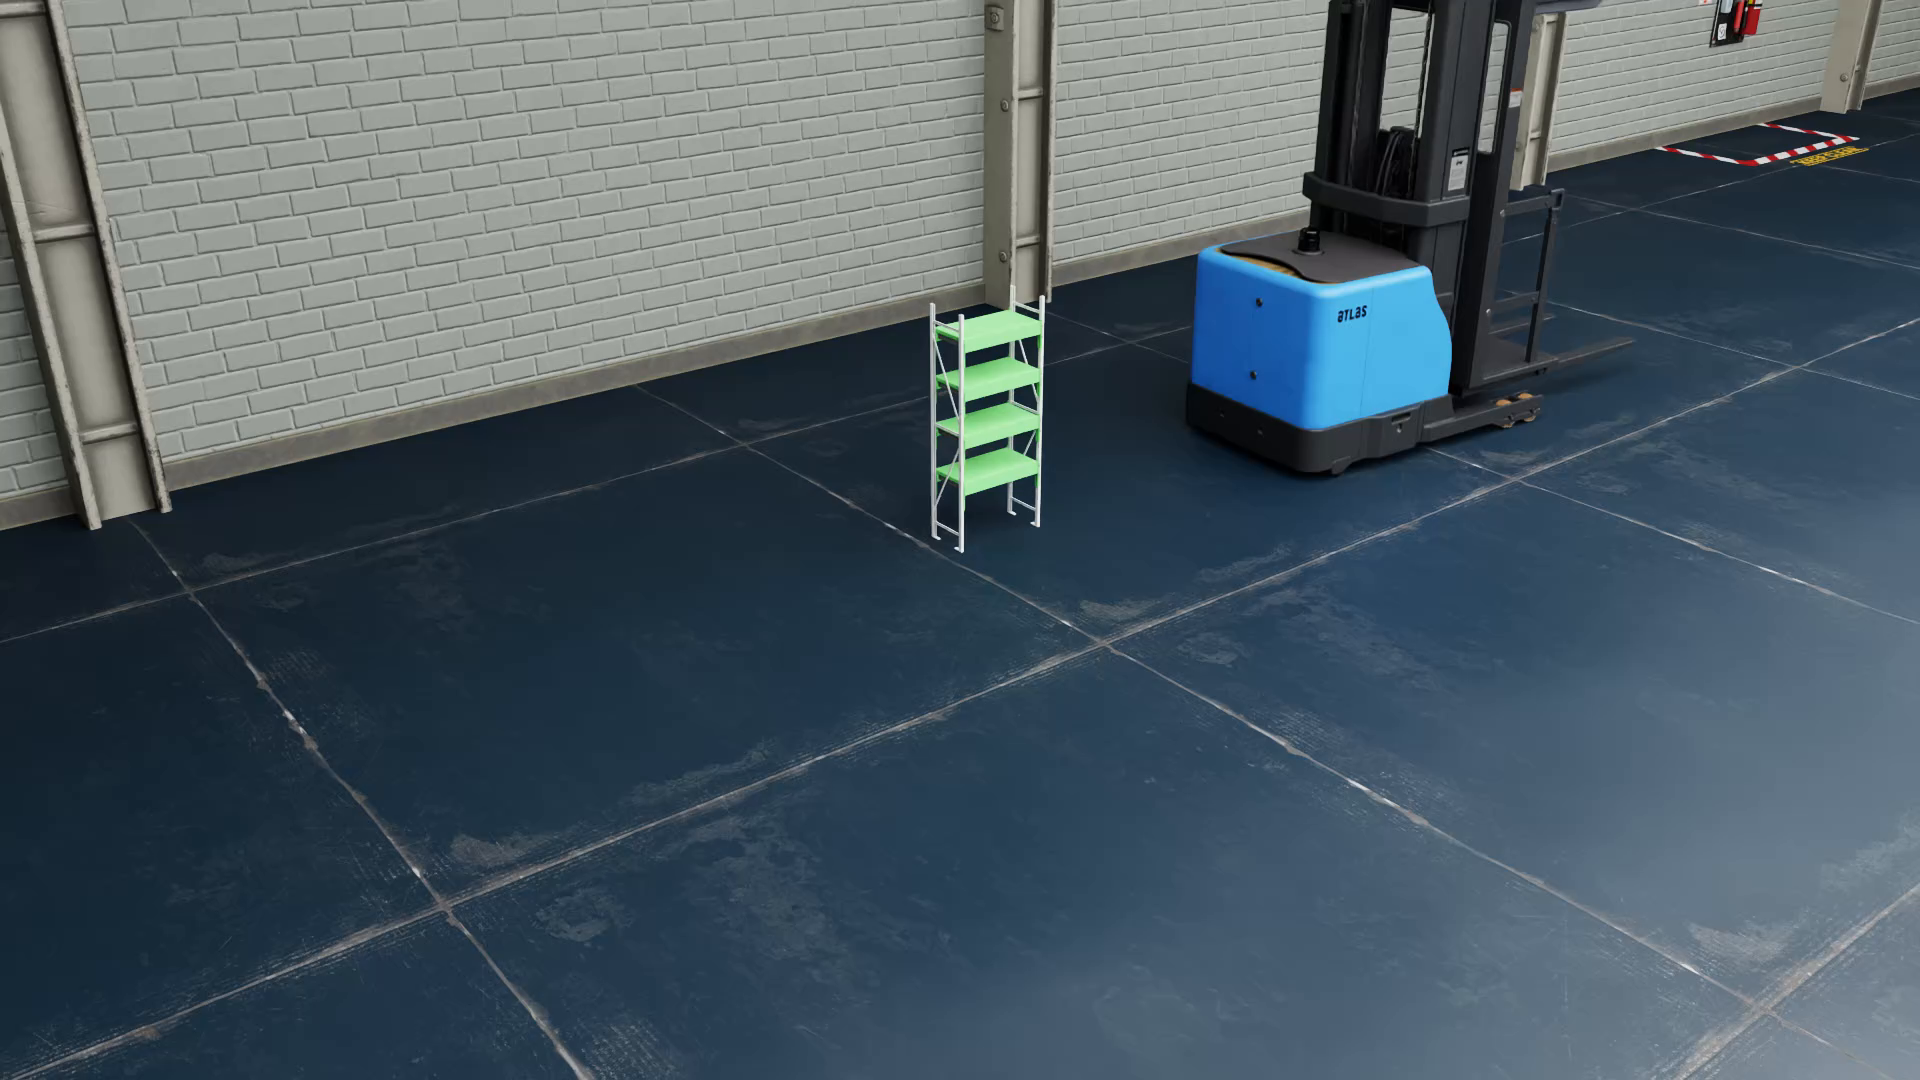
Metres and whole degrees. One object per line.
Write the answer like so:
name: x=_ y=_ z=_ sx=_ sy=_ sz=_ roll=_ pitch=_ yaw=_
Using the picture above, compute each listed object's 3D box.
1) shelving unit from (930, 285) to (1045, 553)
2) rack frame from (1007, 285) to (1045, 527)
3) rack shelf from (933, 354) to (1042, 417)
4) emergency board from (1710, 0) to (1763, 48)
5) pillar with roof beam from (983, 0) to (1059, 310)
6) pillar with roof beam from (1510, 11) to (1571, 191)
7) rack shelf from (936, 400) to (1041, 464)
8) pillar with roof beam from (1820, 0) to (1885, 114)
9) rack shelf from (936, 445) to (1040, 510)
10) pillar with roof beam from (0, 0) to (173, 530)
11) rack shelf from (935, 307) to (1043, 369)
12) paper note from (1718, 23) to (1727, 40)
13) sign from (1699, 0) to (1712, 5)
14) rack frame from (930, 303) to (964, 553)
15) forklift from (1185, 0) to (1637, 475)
shelving unit: x=0.130 y=-0.587 z=8.090 sx=0.503 sy=1.200 sz=0.258 roll=-18 pitch=31 yaw=-34
rack frame: x=0.322 y=-0.651 z=8.227 sx=0.015 sy=1.200 sz=0.240 roll=-18 pitch=31 yaw=-34
rack shelf: x=0.130 y=-0.747 z=8.016 sx=0.480 sy=0.148 sz=0.258 roll=-18 pitch=31 yaw=-34
emergency board: x=7.885 y=-5.558 z=16.663 sx=0.643 sy=1.169 sz=0.194 roll=-18 pitch=31 yaw=-34
pillar with roof beam: x=3.067 y=-4.366 z=6.967 sx=0.400 sy=9.000 sz=9.100 roll=-18 pitch=31 yaw=-34
pillar with roof beam: x=7.788 y=-5.924 z=10.325 sx=0.400 sy=9.000 sz=9.100 roll=-18 pitch=31 yaw=-34
rack shelf: x=0.130 y=-0.529 z=8.117 sx=0.480 sy=0.148 sz=0.258 roll=-18 pitch=31 yaw=-34
pillar with roof beam: x=12.510 y=-7.483 z=13.683 sx=0.400 sy=9.000 sz=9.100 roll=-18 pitch=31 yaw=-34
rack shelf: x=0.130 y=-0.312 z=8.218 sx=0.480 sy=0.148 sz=0.258 roll=-18 pitch=31 yaw=-34
pillar with roof beam: x=-1.655 y=-2.807 z=3.609 sx=0.400 sy=9.000 sz=9.100 roll=-18 pitch=31 yaw=-34
rack shelf: x=0.130 y=-0.965 z=7.915 sx=0.480 sy=0.148 sz=0.258 roll=-18 pitch=31 yaw=-34
paper note: x=7.703 y=-5.136 z=16.799 sx=0.142 sy=0.148 sz=0.016 roll=-18 pitch=31 yaw=-34
sign: x=7.386 y=-5.465 z=16.420 sx=0.234 sy=0.329 sz=0.001 roll=-18 pitch=31 yaw=-34
rack frame: x=-0.062 y=-0.524 z=7.953 sx=0.015 sy=1.200 sz=0.240 roll=-18 pitch=31 yaw=-34
forklift: x=2.804 y=-2.143 z=9.386 sx=3.031 sy=2.935 sz=1.130 roll=-16 pitch=29 yaw=-30
